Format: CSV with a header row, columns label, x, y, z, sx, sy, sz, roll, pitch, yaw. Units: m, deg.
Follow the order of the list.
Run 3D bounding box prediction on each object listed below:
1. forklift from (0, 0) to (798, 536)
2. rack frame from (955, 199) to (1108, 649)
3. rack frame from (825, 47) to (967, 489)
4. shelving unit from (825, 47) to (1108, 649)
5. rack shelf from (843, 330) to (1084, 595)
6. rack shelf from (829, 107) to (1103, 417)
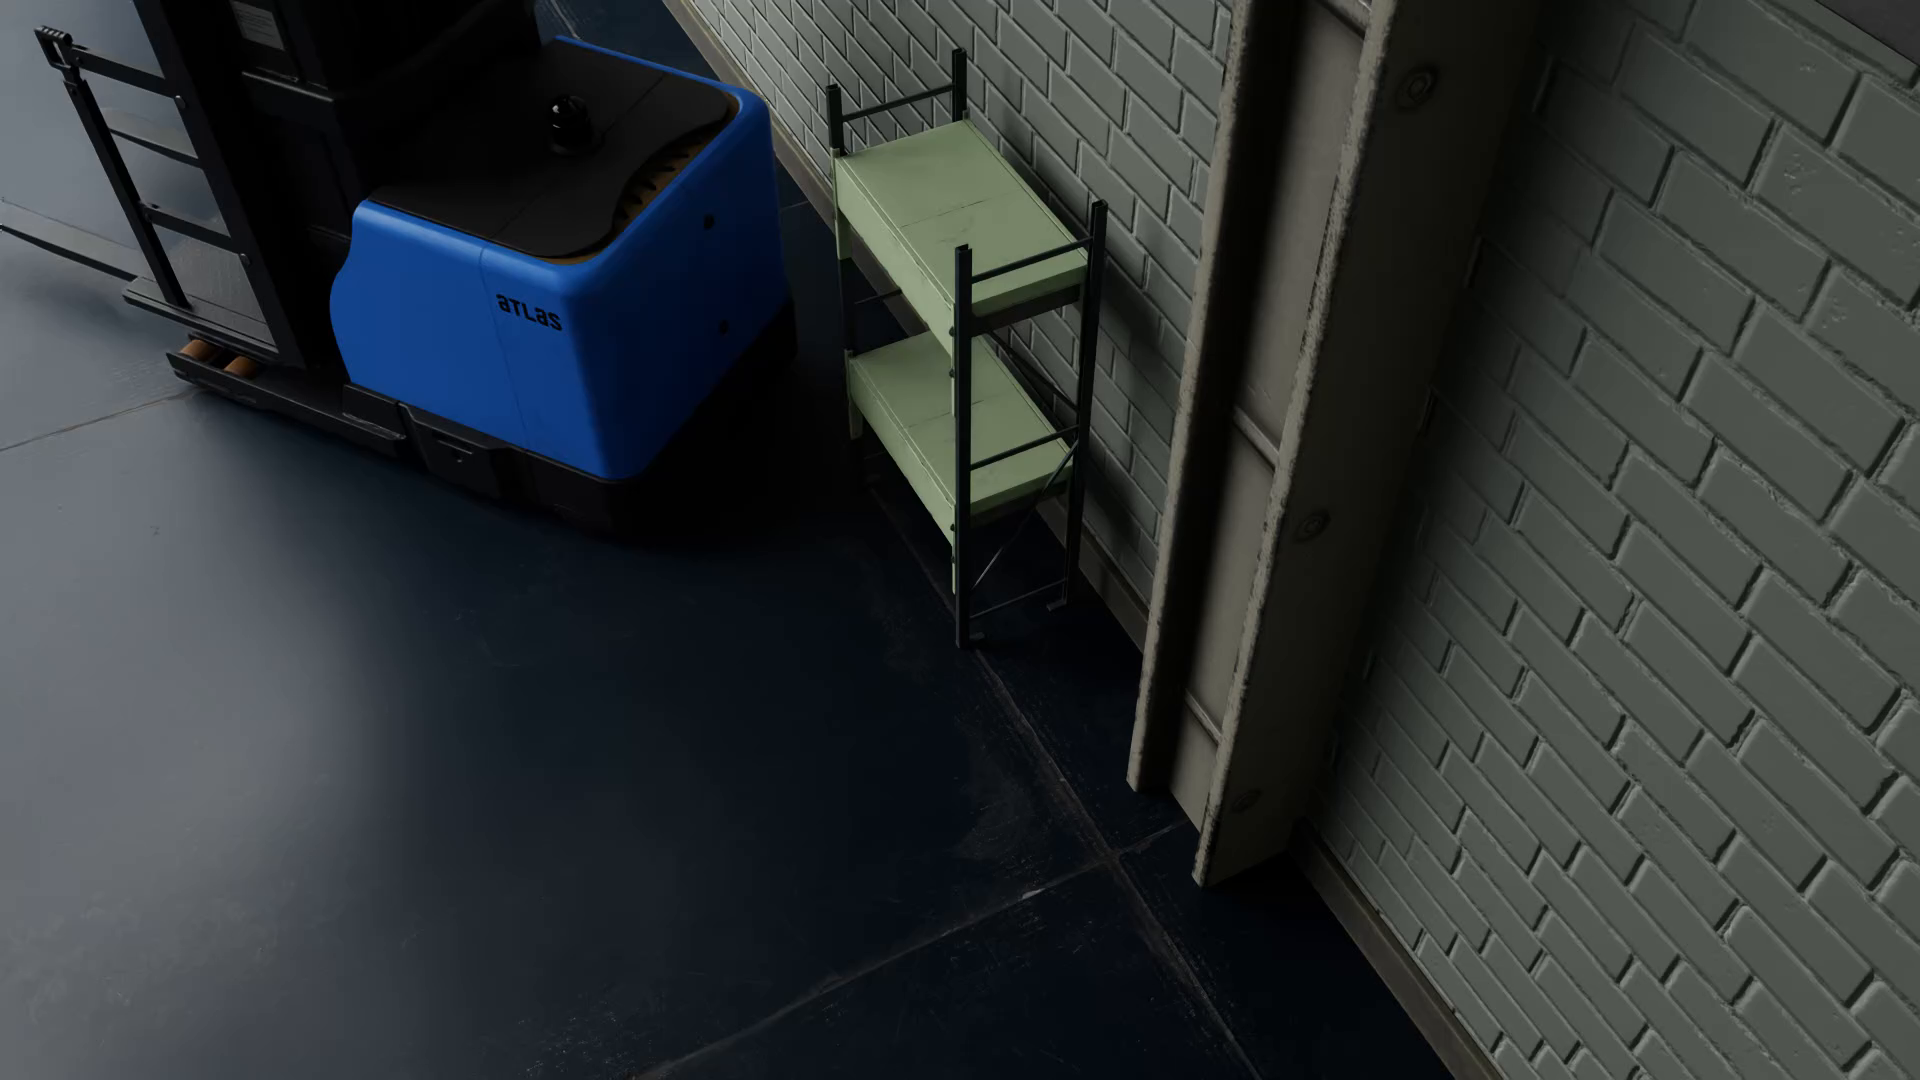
label,x,y,z,sx,sy,sz,roll,pitch,yaw
forklift,-2.114,-1.756,4.839,3.031,2.935,1.130,20,52,17
rack frame,0.171,-0.244,4.467,0.400,1.500,0.023,-21,52,-18
rack frame,-0.164,-0.734,4.896,0.400,1.500,0.023,-21,52,-18
shelving unit,0.003,-0.489,4.682,0.431,1.500,0.755,-21,52,-18
rack shelf,0.003,-0.275,4.927,0.431,0.370,0.720,-21,52,-18
rack shelf,0.003,-0.746,4.388,0.431,0.370,0.720,-21,52,-18
